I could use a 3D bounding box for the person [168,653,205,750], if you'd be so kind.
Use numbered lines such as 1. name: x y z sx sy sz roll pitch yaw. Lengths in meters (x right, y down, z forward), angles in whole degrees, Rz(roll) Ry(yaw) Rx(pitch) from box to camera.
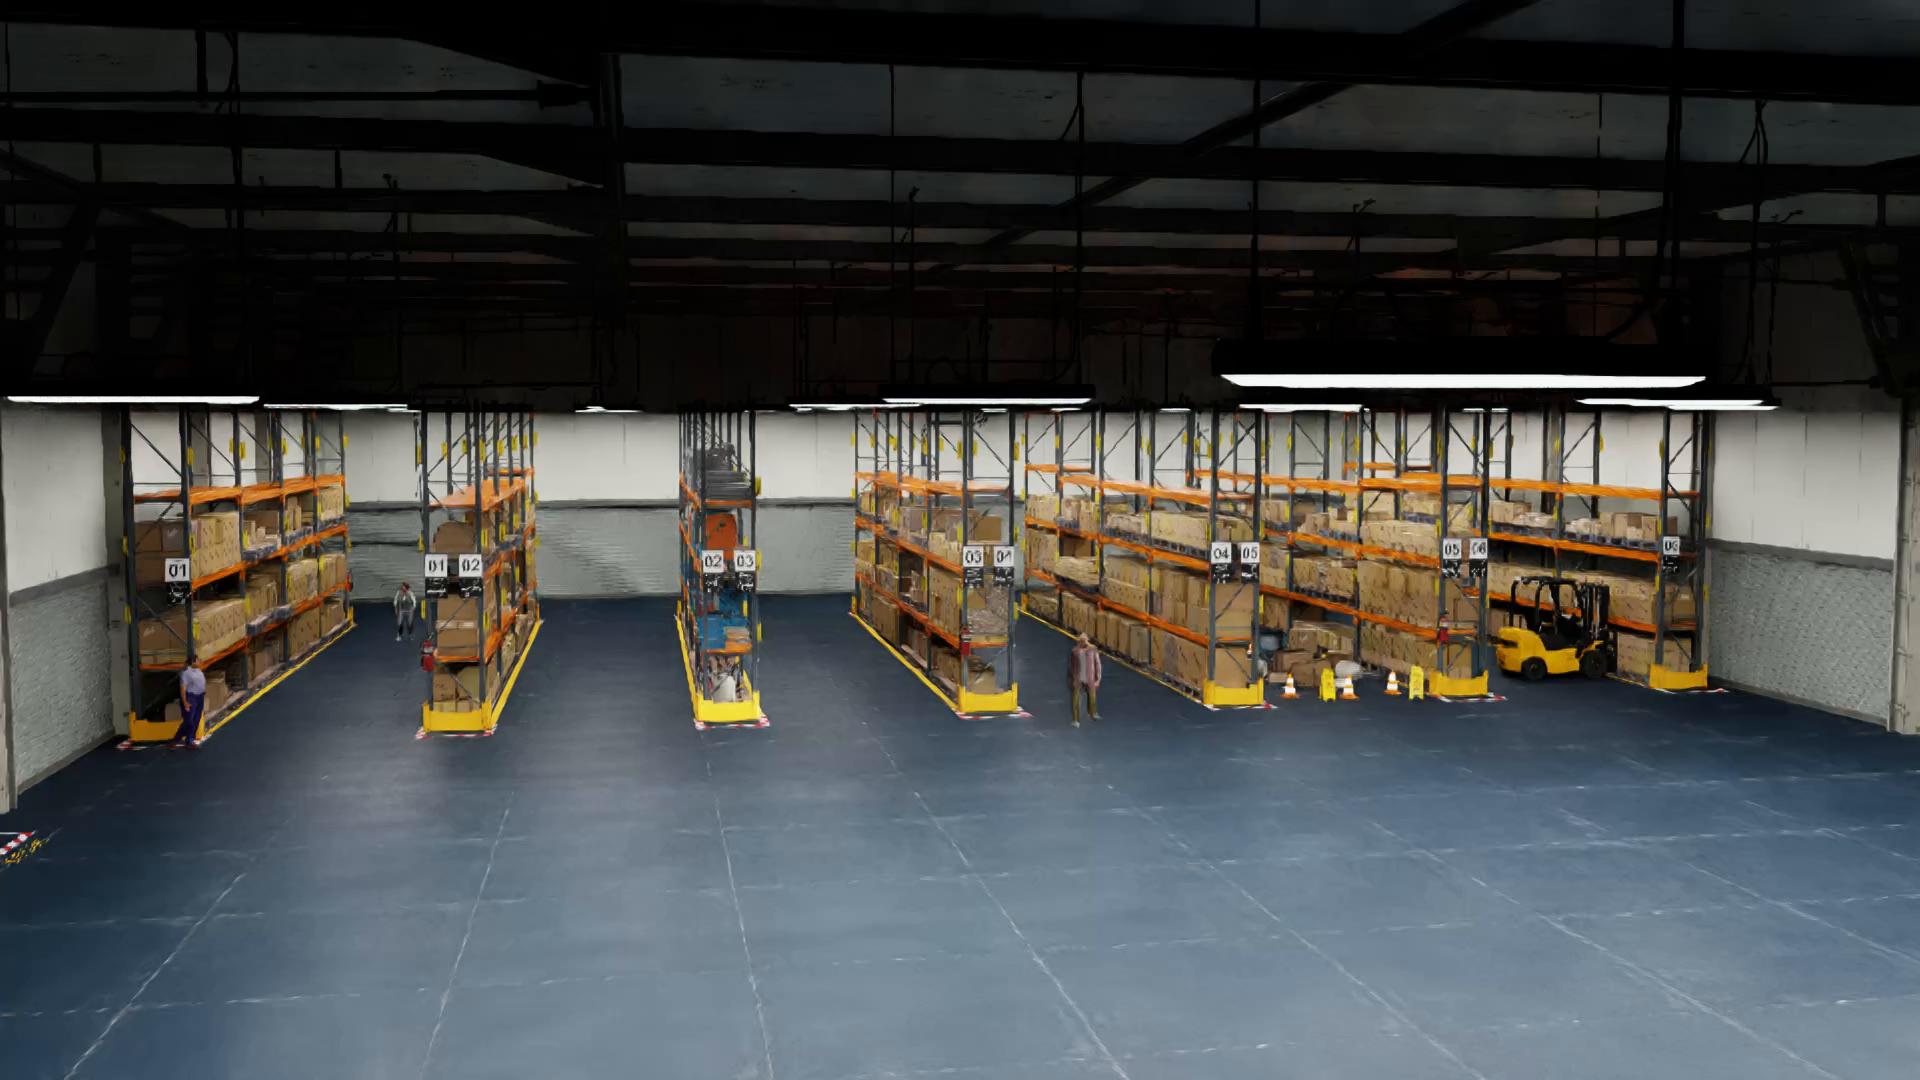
1. person: -13.168 2.762 28.339 0.469 1.630 0.660 1 4 14

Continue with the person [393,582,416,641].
1. person: -13.978 1.801 41.887 0.566 1.541 0.519 -1 4 -13

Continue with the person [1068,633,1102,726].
1. person: 2.300 2.550 30.691 0.634 1.722 1.045 1 4 9
